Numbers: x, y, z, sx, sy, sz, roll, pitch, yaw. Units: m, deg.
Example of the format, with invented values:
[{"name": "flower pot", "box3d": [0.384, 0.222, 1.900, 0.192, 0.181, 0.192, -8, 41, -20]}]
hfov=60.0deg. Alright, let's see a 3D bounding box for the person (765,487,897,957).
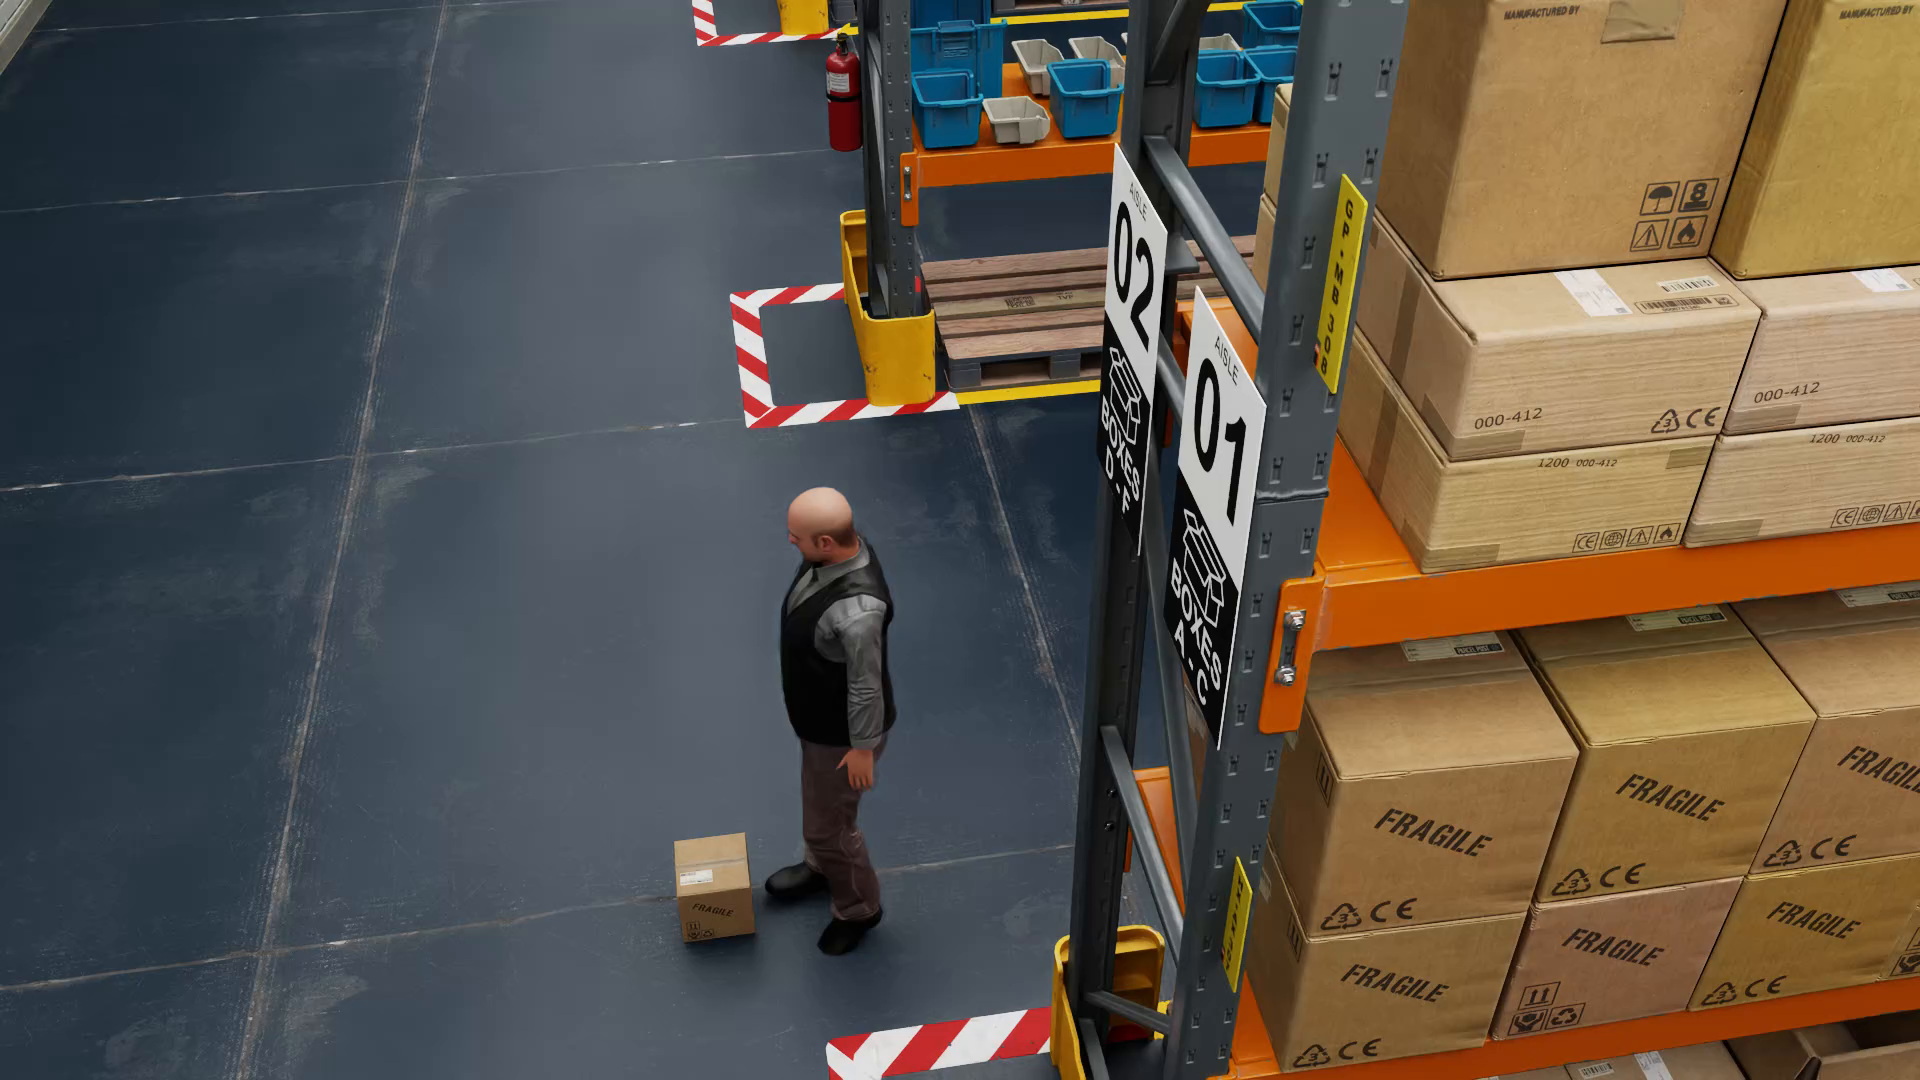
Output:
[{"name": "person", "box3d": [-0.456, 0.602, 5.447, 0.477, 1.798, 0.585, -7, 39, -9]}]
